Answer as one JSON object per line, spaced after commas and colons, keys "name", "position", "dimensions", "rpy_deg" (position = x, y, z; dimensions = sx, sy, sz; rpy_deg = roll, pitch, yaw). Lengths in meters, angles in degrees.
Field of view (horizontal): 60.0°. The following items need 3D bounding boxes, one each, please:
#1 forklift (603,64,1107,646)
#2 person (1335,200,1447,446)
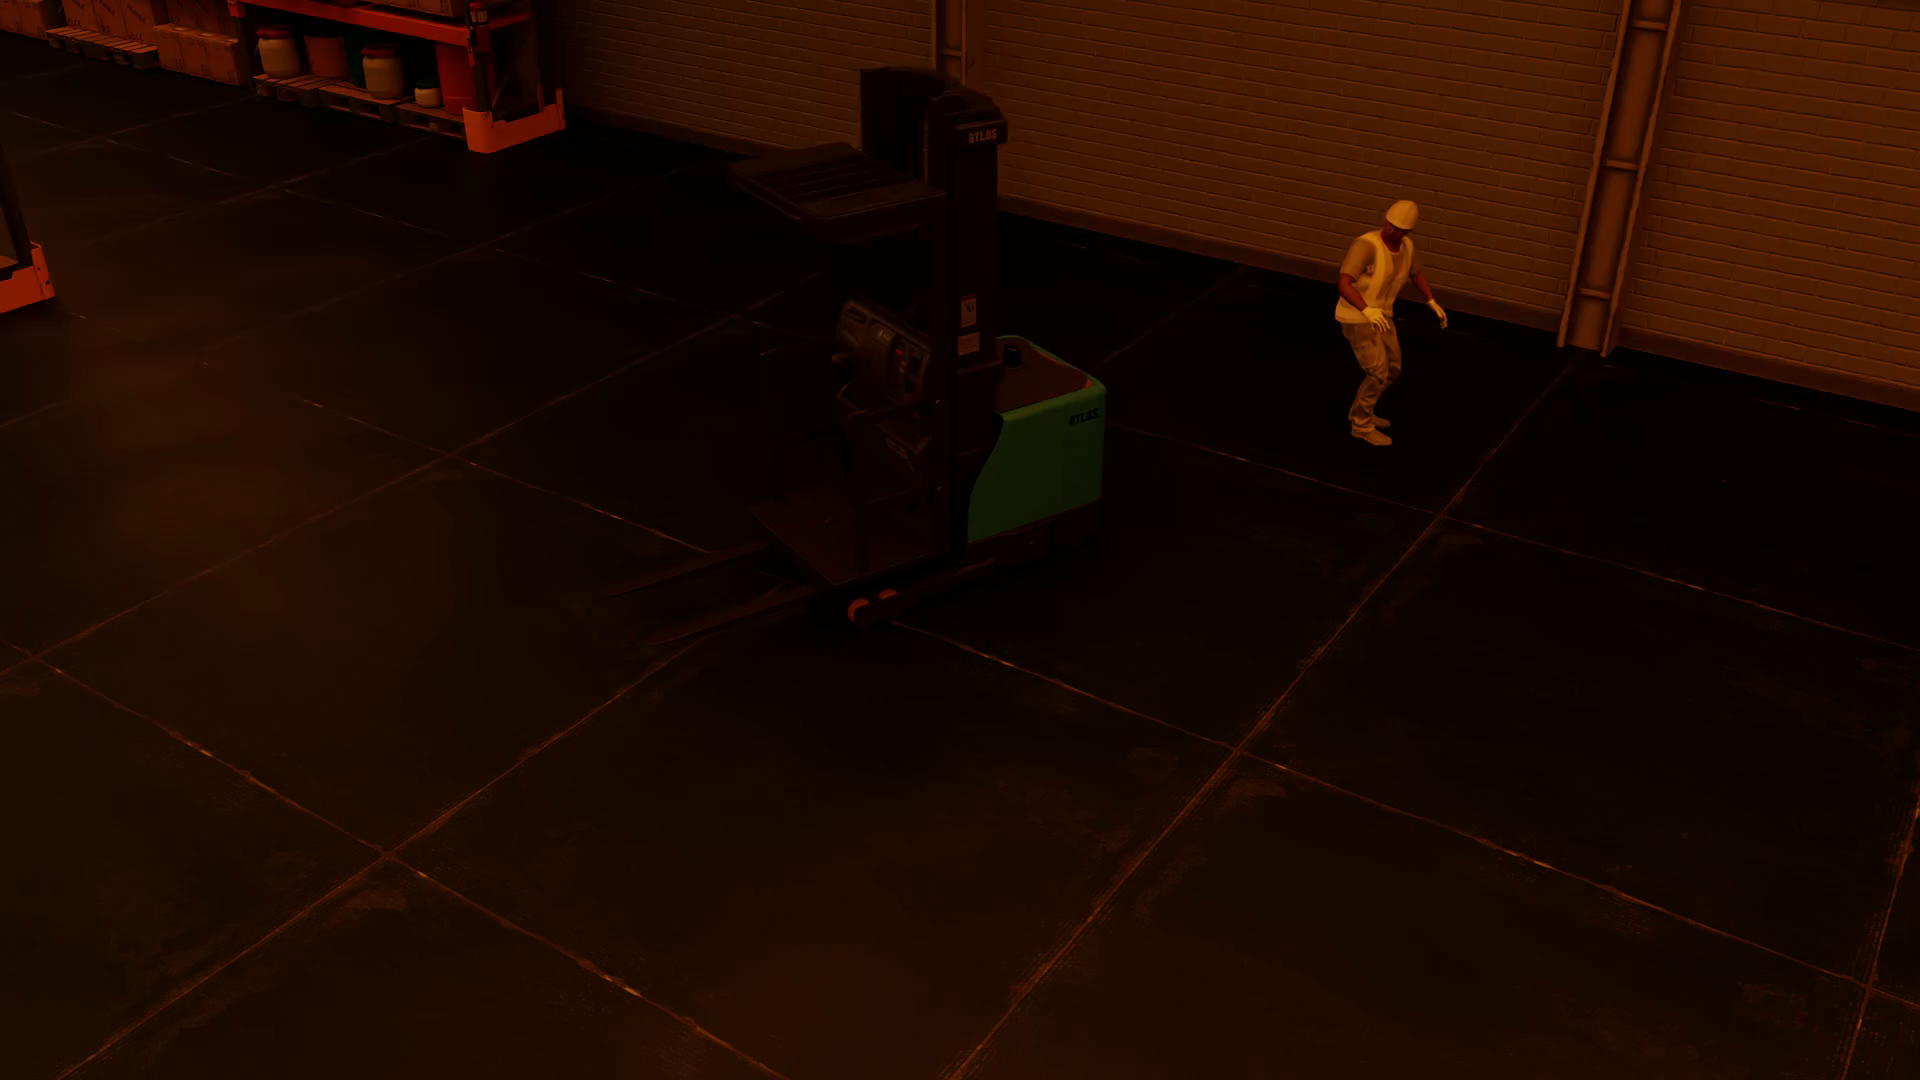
{"name": "forklift", "position": [-0.611, -1.062, 9.410], "dimensions": [3.031, 2.935, 1.130], "rpy_deg": [-19, 35, -29]}
{"name": "person", "position": [2.914, -1.495, 11.398], "dimensions": [0.808, 1.723, 0.592], "rpy_deg": [-26, 39, -37]}
